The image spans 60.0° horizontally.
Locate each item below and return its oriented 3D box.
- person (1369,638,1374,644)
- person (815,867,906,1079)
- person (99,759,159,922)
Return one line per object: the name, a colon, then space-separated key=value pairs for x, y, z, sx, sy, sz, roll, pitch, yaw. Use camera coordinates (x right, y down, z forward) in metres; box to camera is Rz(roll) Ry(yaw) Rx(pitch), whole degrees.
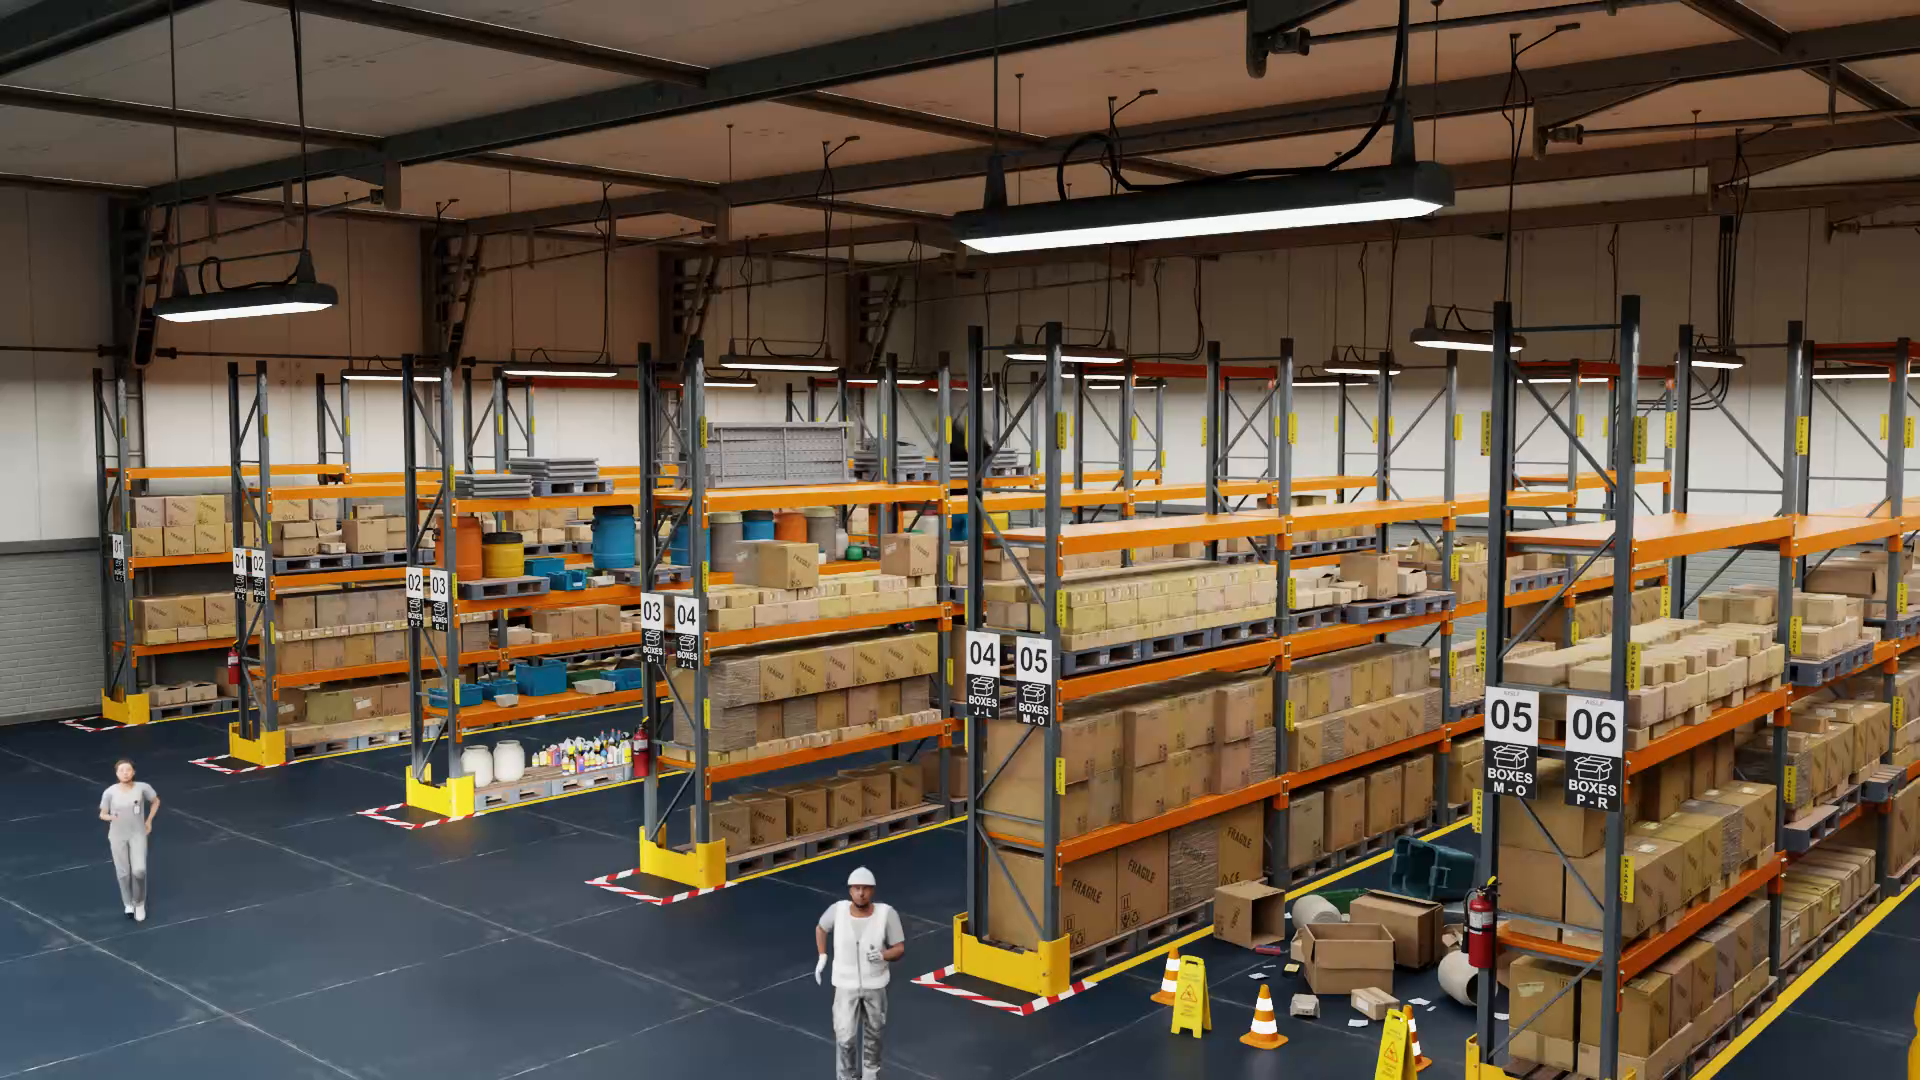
person: x=6.839 y=2.380 z=27.440 sx=0.542 sy=1.558 sz=0.546 roll=3 pitch=5 yaw=36
person: x=-0.744 y=3.357 z=12.421 sx=0.669 sy=1.846 sz=0.803 roll=0 pitch=4 yaw=-5
person: x=-8.518 y=3.082 z=17.062 sx=0.546 sy=1.678 sz=0.642 roll=-2 pitch=5 yaw=-22
